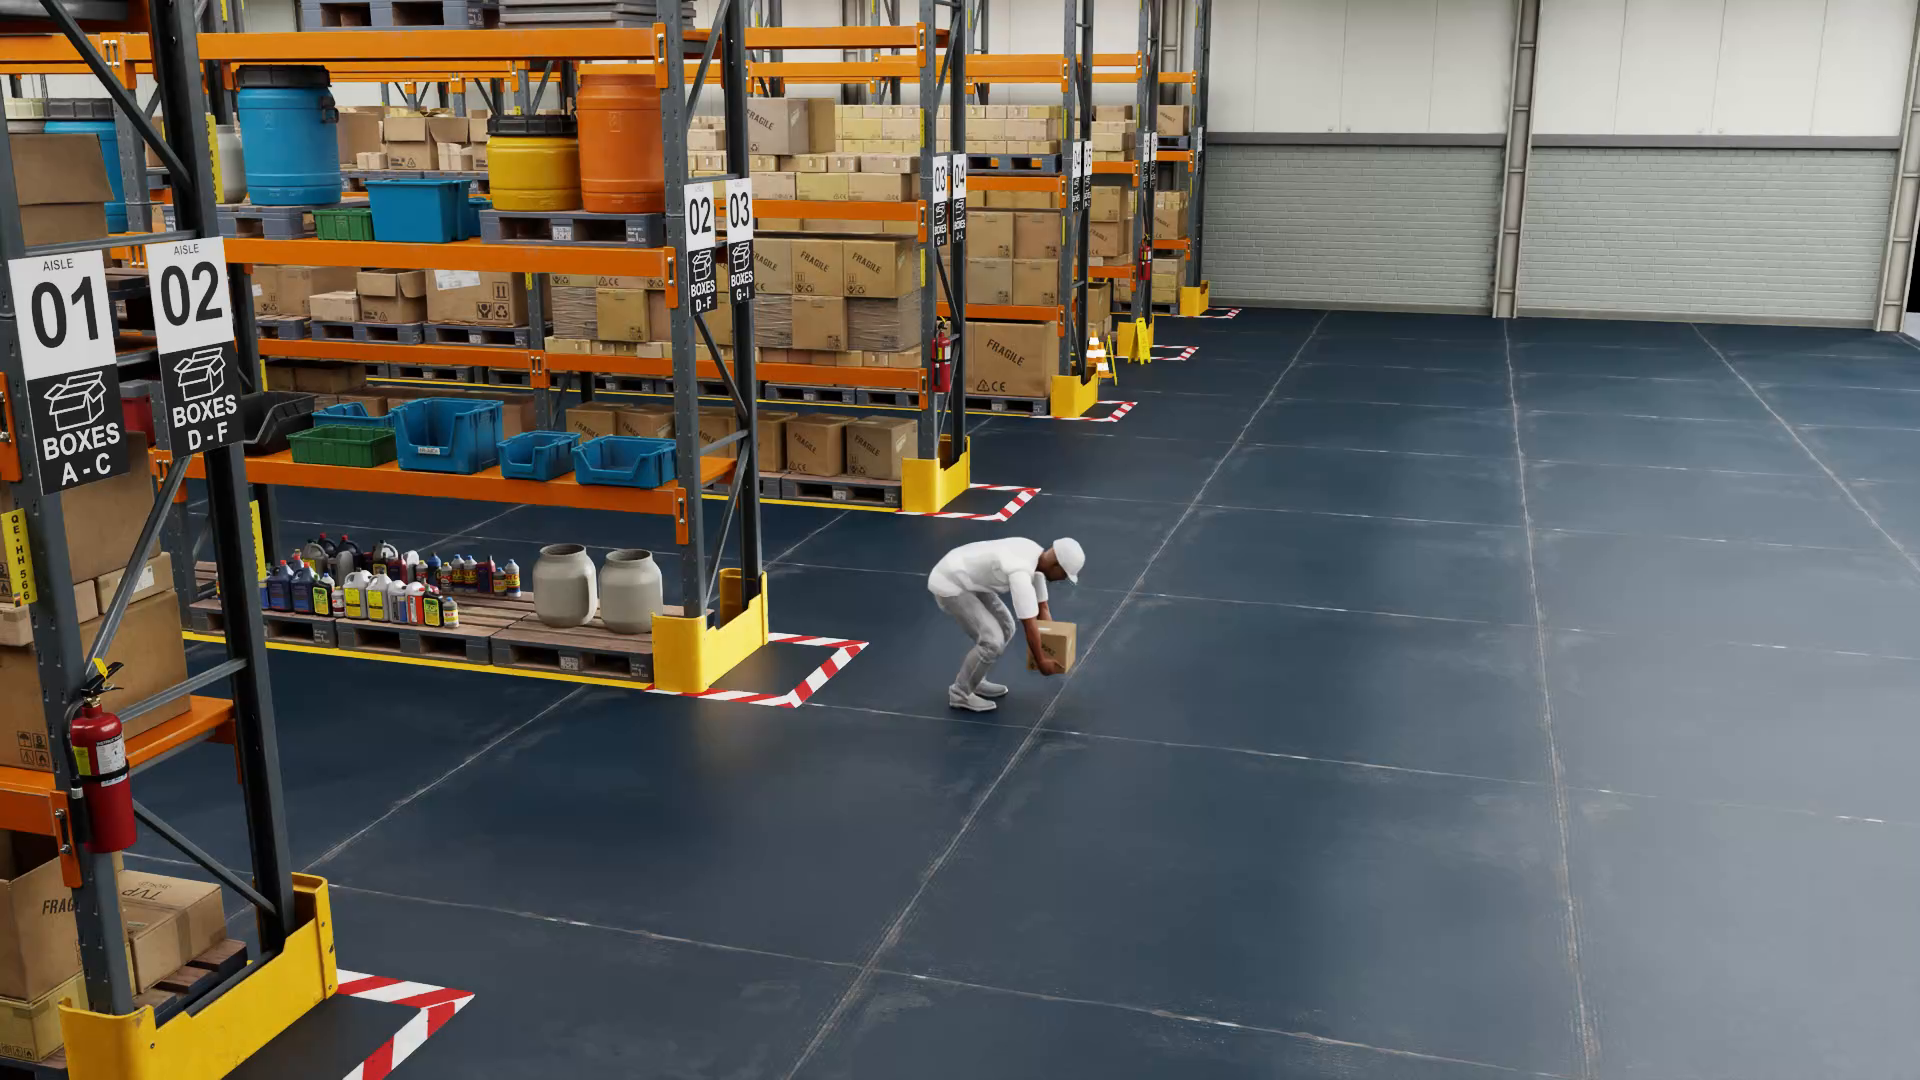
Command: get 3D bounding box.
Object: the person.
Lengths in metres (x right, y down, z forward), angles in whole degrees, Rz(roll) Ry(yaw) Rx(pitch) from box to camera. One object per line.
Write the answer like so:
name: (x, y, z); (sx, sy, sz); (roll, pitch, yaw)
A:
person: (0.291, 0.500, 10.383); (0.965, 1.101, 0.514); (4, 15, 13)
